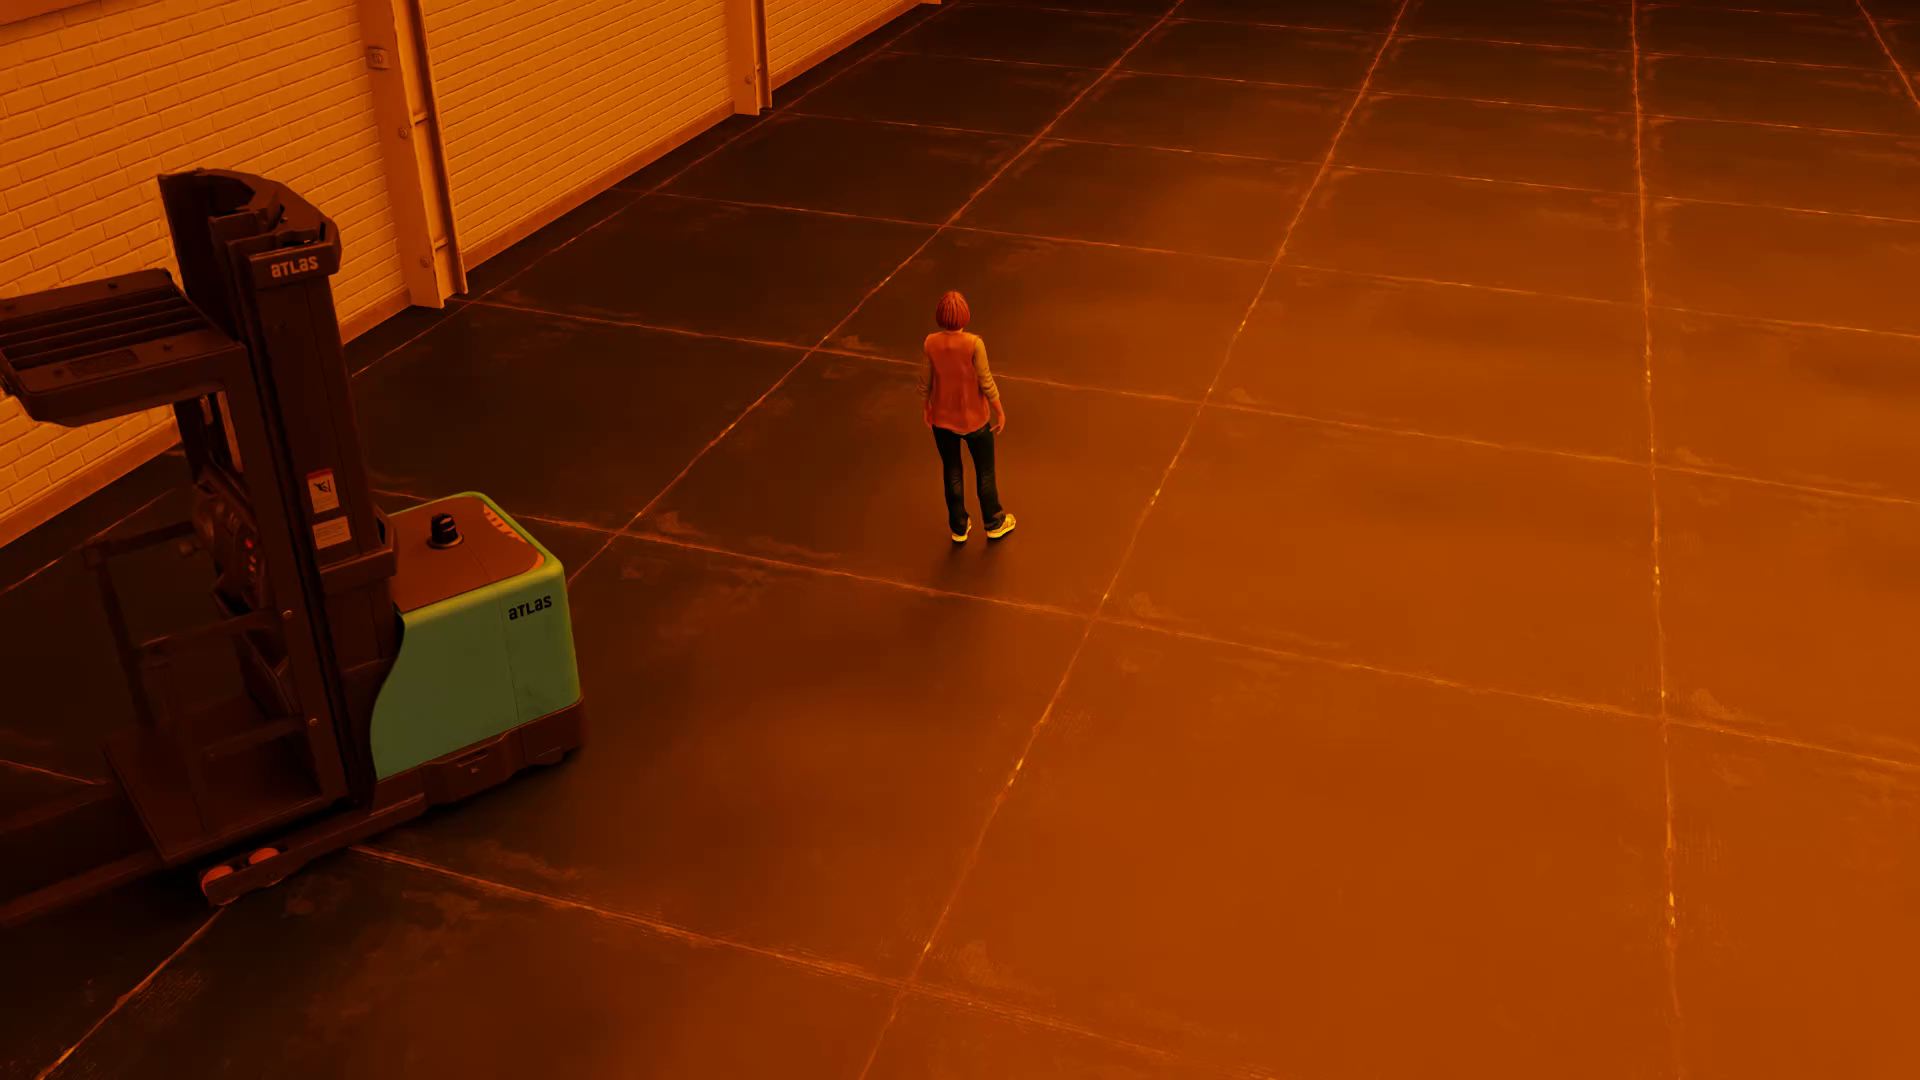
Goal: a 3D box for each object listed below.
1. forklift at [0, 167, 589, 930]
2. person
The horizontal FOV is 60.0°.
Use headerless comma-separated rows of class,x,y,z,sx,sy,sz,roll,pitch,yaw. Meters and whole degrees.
forklift,-3.314,0.028,7.087,3.031,2.935,1.130,-21,36,-32
person,0.038,-0.733,9.754,0.520,1.599,0.473,10,31,16
